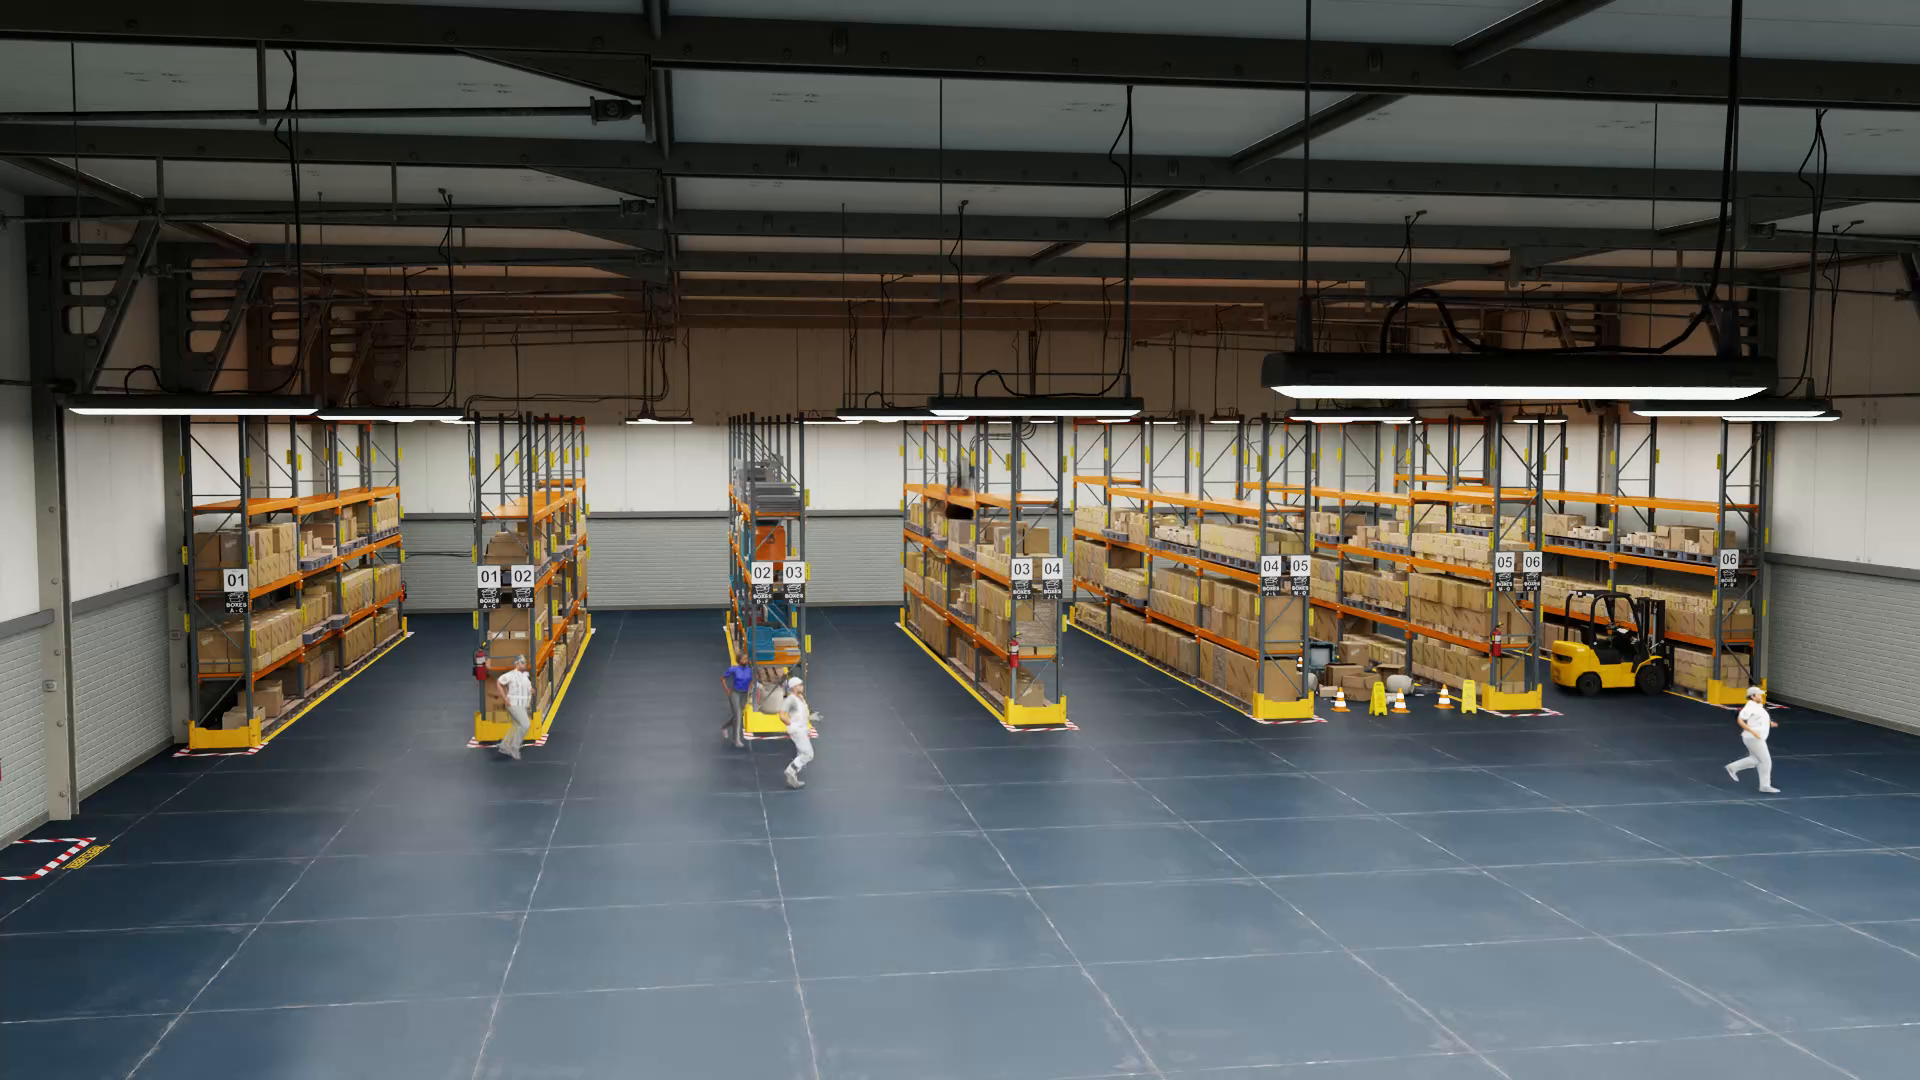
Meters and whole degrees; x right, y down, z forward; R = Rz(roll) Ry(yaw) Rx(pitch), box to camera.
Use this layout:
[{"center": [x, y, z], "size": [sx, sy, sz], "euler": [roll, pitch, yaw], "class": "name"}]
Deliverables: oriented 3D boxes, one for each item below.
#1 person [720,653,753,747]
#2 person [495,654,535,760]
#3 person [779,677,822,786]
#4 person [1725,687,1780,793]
[{"center": [-4.017, 2.872, 30.186], "size": [0.616, 1.661, 0.841], "euler": [-3, 5, -42], "class": "person"}, {"center": [-7.686, 2.892, 28.902], "size": [0.674, 1.818, 0.658], "euler": [1, 4, 14], "class": "person"}, {"center": [-2.505, 3.043, 26.363], "size": [0.583, 1.740, 0.643], "euler": [1, 4, 10], "class": "person"}, {"center": [12.501, 3.122, 26.166], "size": [0.802, 1.636, 0.621], "euler": [3, 5, 37], "class": "person"}]
